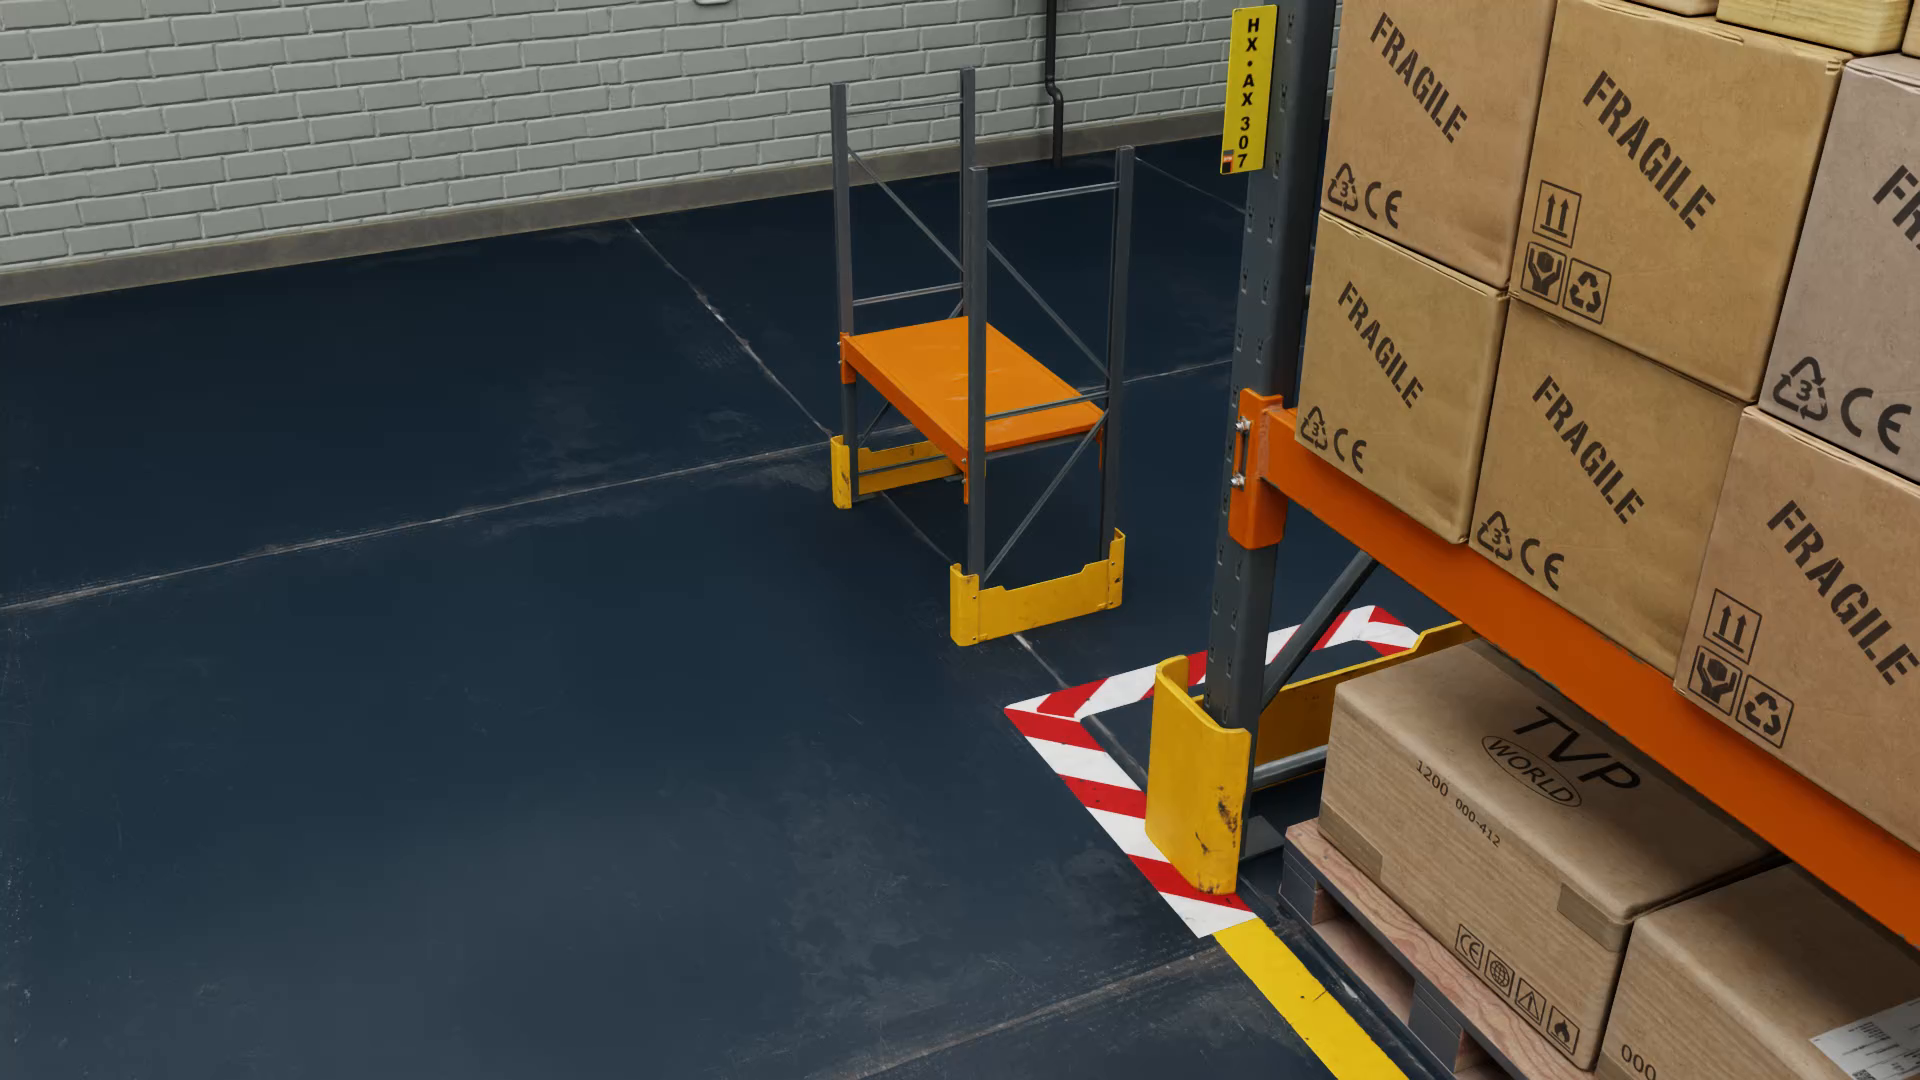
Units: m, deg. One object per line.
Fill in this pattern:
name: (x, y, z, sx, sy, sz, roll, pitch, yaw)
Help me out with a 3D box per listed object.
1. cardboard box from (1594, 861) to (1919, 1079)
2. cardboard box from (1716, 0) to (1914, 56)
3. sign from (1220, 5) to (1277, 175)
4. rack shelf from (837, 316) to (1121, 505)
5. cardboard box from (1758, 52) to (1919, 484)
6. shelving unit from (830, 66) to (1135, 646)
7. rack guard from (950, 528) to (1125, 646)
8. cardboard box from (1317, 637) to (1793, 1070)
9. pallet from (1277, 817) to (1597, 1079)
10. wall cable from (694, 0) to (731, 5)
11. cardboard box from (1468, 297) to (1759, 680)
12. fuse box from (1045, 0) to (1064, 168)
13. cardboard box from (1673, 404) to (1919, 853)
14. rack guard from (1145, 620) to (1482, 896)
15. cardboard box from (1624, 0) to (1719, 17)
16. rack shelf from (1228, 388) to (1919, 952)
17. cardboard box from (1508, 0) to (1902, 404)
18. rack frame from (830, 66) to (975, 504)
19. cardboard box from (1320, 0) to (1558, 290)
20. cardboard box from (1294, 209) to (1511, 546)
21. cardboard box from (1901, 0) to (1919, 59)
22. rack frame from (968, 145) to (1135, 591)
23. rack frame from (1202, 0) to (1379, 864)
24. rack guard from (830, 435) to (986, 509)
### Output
cardboard box: (1.852, 1.012, 3.068, 0.875, 0.438, 0.875, -12, 32, -21)
cardboard box: (1.294, -0.791, 2.306, 0.380, 0.149, 0.250, -14, 32, -24)
sign: (0.574, -0.893, 3.310, 0.100, 0.325, 0.005, -13, 32, -22)
rack shelf: (0.037, -0.460, 5.404, 0.538, 0.185, 1.000, -13, 32, -22)
cardboard box: (1.482, -0.351, 2.184, 0.500, 0.500, 0.500, -13, 32, -22)
shelving unit: (0.033, -0.620, 5.323, 0.587, 1.500, 1.083, -13, 32, -22)
rack guard: (0.247, 0.145, 5.236, 0.587, 0.250, 0.087, -13, 32, -22)
cardboard box: (1.451, 0.610, 3.786, 0.875, 0.438, 0.875, -14, 32, -24)
pallet: (1.491, 0.958, 3.826, 1.003, 0.211, 1.213, -13, 32, -22)
wall cable: (-1.364, -3.538, 7.922, 0.585, 1.953, 0.123, -13, 32, -22)
cardboard box: (1.267, -0.149, 2.846, 0.500, 0.500, 0.500, -14, 32, -23)
fuse box: (0.596, -2.896, 9.165, 0.539, 1.711, 0.414, -13, 32, -22)
cardboard box: (1.469, 0.080, 2.439, 0.500, 0.500, 0.500, -13, 32, -22)
rack guard: (1.067, 0.484, 4.375, 1.175, 0.500, 0.348, -13, 32, -22)
cardboard box: (1.165, -0.903, 2.506, 0.380, 0.149, 0.250, -12, 31, -20)
rack shelf: (1.936, 0.602, 2.345, 1.077, 0.370, 4.000, -13, 32, -22)
cardboard box: (1.254, -0.576, 2.586, 0.500, 0.500, 0.500, -14, 32, -23)
rack frame: (-0.182, -0.841, 5.716, 0.500, 1.500, 0.032, -13, 32, -22)
cardboard box: (1.026, -0.803, 2.991, 0.500, 0.500, 0.500, -14, 32, -23)
cardboard box: (1.024, -0.366, 3.234, 0.500, 0.500, 0.500, -13, 32, -22)
cardboard box: (1.454, -0.686, 2.118, 0.380, 0.149, 0.250, -13, 32, -22)
rack frame: (0.255, -0.392, 4.916, 0.500, 1.500, 0.032, -13, 32, -22)
rack frame: (1.077, -0.595, 3.745, 1.000, 3.000, 0.127, -13, 32, -22)
rack guard: (-0.181, -0.295, 6.021, 0.587, 0.250, 0.087, -13, 32, -22)
